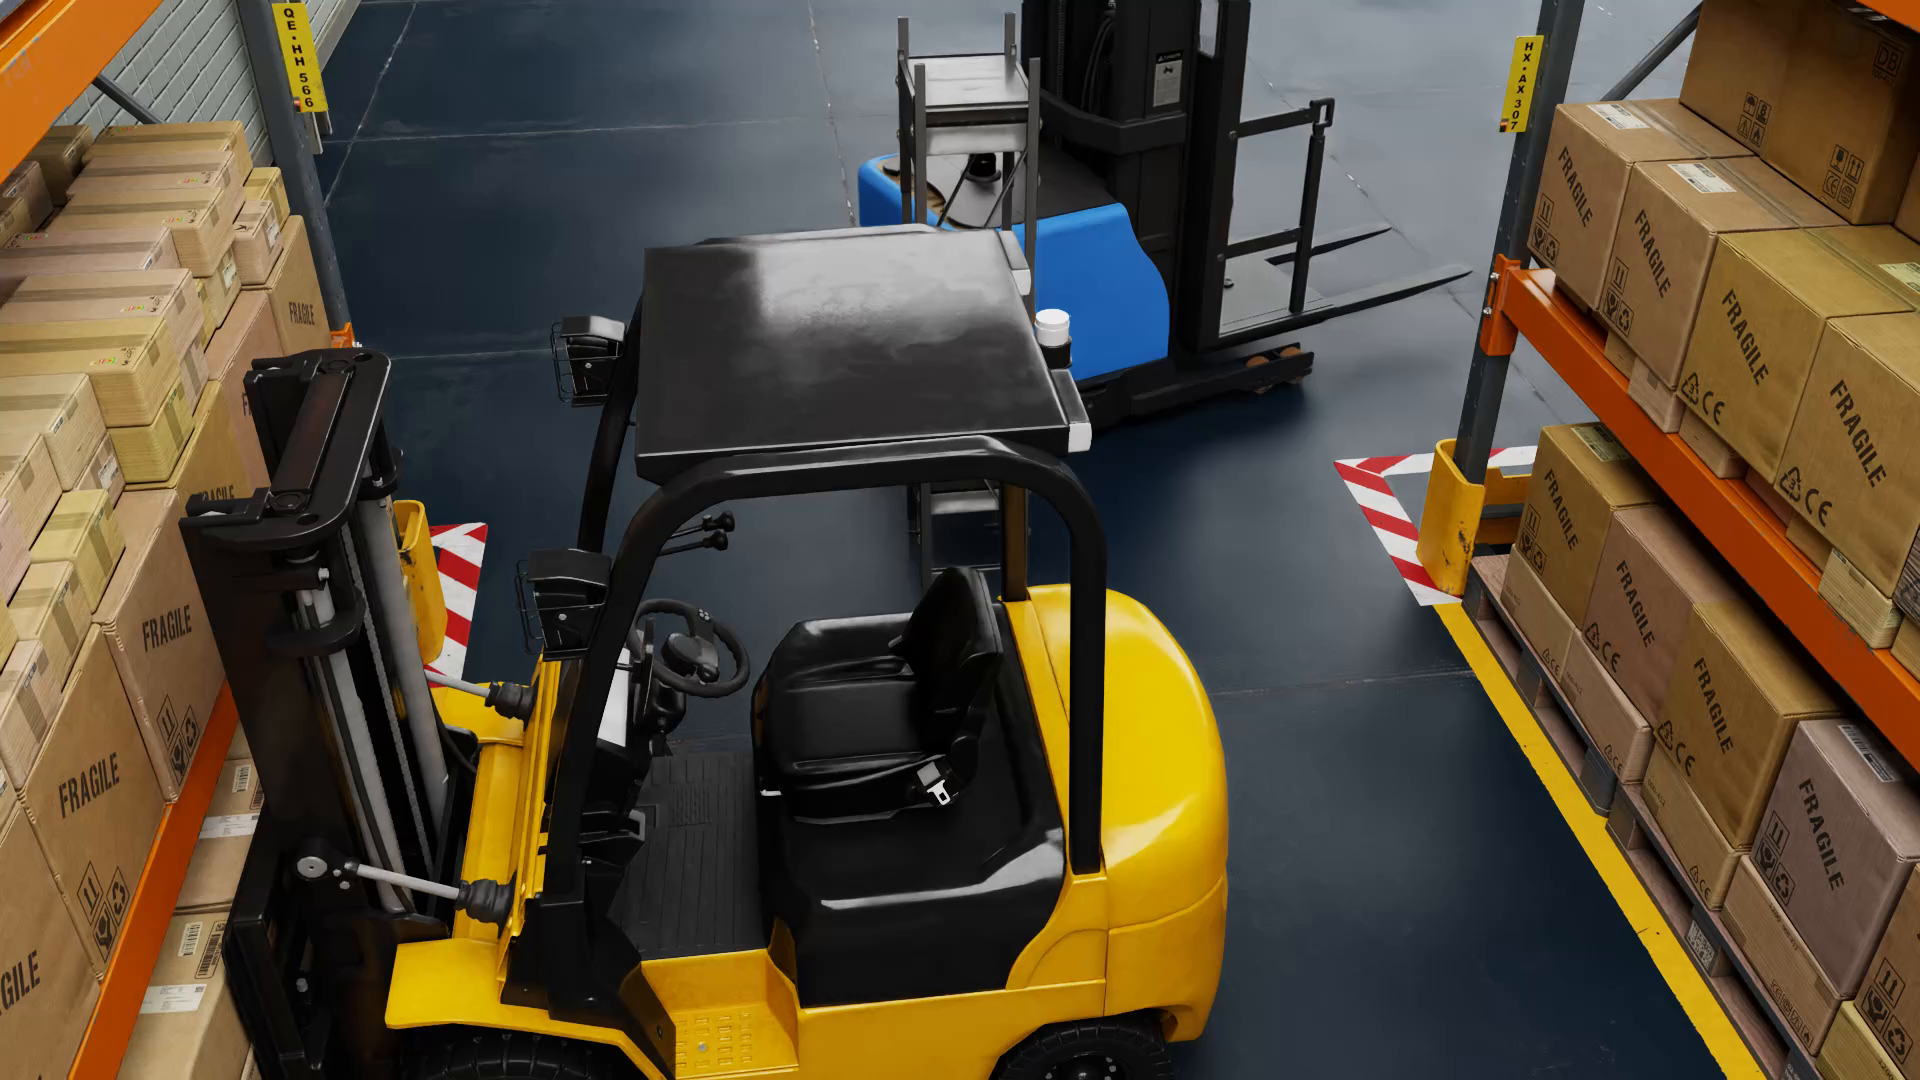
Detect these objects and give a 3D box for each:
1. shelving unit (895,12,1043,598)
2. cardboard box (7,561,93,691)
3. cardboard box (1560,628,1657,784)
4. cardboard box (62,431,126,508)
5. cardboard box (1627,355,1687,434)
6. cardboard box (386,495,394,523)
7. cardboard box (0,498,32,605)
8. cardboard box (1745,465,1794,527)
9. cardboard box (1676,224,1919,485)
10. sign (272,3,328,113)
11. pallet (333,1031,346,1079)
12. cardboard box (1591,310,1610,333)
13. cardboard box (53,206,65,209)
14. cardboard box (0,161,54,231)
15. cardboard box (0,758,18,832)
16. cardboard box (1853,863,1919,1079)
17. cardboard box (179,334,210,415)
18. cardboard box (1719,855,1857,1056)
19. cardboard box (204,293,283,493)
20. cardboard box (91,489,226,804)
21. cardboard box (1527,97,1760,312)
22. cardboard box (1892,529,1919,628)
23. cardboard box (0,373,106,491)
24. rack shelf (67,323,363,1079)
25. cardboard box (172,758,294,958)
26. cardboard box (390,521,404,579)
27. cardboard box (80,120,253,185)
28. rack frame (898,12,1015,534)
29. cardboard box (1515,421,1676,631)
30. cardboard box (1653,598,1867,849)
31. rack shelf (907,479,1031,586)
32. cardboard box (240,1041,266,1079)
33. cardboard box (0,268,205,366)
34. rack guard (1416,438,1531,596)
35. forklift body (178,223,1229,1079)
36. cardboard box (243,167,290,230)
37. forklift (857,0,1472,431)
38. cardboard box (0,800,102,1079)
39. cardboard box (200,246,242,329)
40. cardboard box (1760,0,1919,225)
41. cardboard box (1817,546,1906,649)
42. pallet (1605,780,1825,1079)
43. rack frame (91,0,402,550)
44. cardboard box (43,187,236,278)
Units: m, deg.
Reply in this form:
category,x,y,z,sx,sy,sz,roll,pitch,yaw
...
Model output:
category,x,y,z,sx,sy,sz,roll,pitch,yaw
shelving unit,0.022,-0.775,6.023,0.431,2.100,0.503,-4,35,-6
cardboard box,-1.894,0.185,3.150,0.380,0.149,0.250,-5,35,-8
cardboard box,2.307,0.517,5.396,0.500,0.250,0.500,-3,34,-5
cardboard box,-2.041,-0.101,3.569,0.380,0.149,0.250,-5,35,-7
cardboard box,2.244,-0.454,4.975,0.380,0.149,0.250,-4,34,-6
cardboard box,-2.135,-0.041,5.327,0.500,0.250,0.500,-3,34,-5
cardboard box,-1.969,0.063,3.065,0.380,0.149,0.250,-5,35,-7
cardboard box,2.407,-0.169,4.557,0.380,0.149,0.250,-3,34,-5
cardboard box,2.343,-0.508,4.478,0.500,0.500,0.500,-5,35,-7
sign,-1.967,-1.433,4.951,0.100,0.325,0.005,-4,35,-6
pallet,-2.201,1.431,4.462,1.003,0.211,1.213,-4,35,-6
cardboard box,2.301,-0.753,5.414,0.380,0.149,0.250,-4,34,-6
cardboard box,-2.718,-0.924,4.778,0.380,0.149,0.250,-5,35,-8
cardboard box,-2.699,-0.899,4.477,0.380,0.149,0.250,-3,34,-5
cardboard box,-1.809,0.470,2.732,0.380,0.149,0.250,-4,34,-5
cardboard box,2.534,1.090,3.890,0.500,0.500,0.500,-4,34,-6
cardboard box,-2.039,-0.386,3.989,0.380,0.149,0.250,-5,35,-8
cardboard box,2.459,1.103,4.537,0.500,0.250,0.500,-4,34,-6
cardboard box,-2.119,-0.320,4.467,0.500,0.500,0.500,-3,34,-5
cardboard box,-1.972,0.246,3.637,0.500,0.500,0.500,-4,34,-6
cardboard box,2.201,-1.081,5.319,0.500,0.500,0.500,-5,35,-7
cardboard box,2.493,0.061,3.644,0.500,0.500,0.500,-3,34,-5
cardboard box,-2.037,-0.217,3.475,0.380,0.149,0.250,-4,34,-6
rack shelf,-2.237,0.590,3.860,1.077,0.370,4.000,-4,35,-6
cardboard box,-1.922,0.808,4.082,0.500,0.250,0.500,-5,35,-7
cardboard box,-2.131,0.180,5.447,0.500,0.250,0.500,-5,35,-7
cardboard box,-2.249,-1.072,4.731,0.380,0.149,0.250,-4,35,-6
rack frame,-0.011,-0.911,6.223,0.400,2.100,0.015,-4,35,-6
cardboard box,2.250,-0.065,5.584,0.500,0.500,0.500,-5,35,-8
cardboard box,2.384,0.507,4.745,0.500,0.500,0.500,-4,34,-5
rack shelf,0.022,-0.186,6.425,0.431,0.518,0.480,-4,35,-6
cardboard box,-1.853,1.309,3.791,0.500,0.250,0.500,-5,35,-7
cardboard box,-2.019,-0.511,3.908,0.380,0.149,0.250,-4,34,-5
rack guard,2.422,-0.126,6.492,1.175,0.500,0.348,-4,35,-6
forklift body,-0.444,0.447,4.184,2.313,2.155,1.214,-4,35,-6
cardboard box,-2.182,-0.961,4.832,0.380,0.149,0.250,-4,34,-6
forklift,1.080,-2.142,7.291,3.031,2.935,1.130,-17,38,-23
cardboard box,-1.856,0.810,2.809,0.500,0.500,0.500,-4,34,-6
cardboard box,-2.144,-0.671,4.406,0.380,0.149,0.250,-4,34,-5
cardboard box,2.757,-1.228,4.647,0.700,0.500,0.500,-4,34,-6
cardboard box,2.389,0.125,4.126,0.380,0.149,0.250,-4,34,-6
pallet,2.657,1.128,4.907,1.003,0.211,1.213,-4,35,-6
rack frame,-2.506,-0.824,5.295,1.000,3.000,0.127,-4,35,-6
cardboard box,-2.123,-0.793,4.321,0.380,0.149,0.250,-4,34,-5
